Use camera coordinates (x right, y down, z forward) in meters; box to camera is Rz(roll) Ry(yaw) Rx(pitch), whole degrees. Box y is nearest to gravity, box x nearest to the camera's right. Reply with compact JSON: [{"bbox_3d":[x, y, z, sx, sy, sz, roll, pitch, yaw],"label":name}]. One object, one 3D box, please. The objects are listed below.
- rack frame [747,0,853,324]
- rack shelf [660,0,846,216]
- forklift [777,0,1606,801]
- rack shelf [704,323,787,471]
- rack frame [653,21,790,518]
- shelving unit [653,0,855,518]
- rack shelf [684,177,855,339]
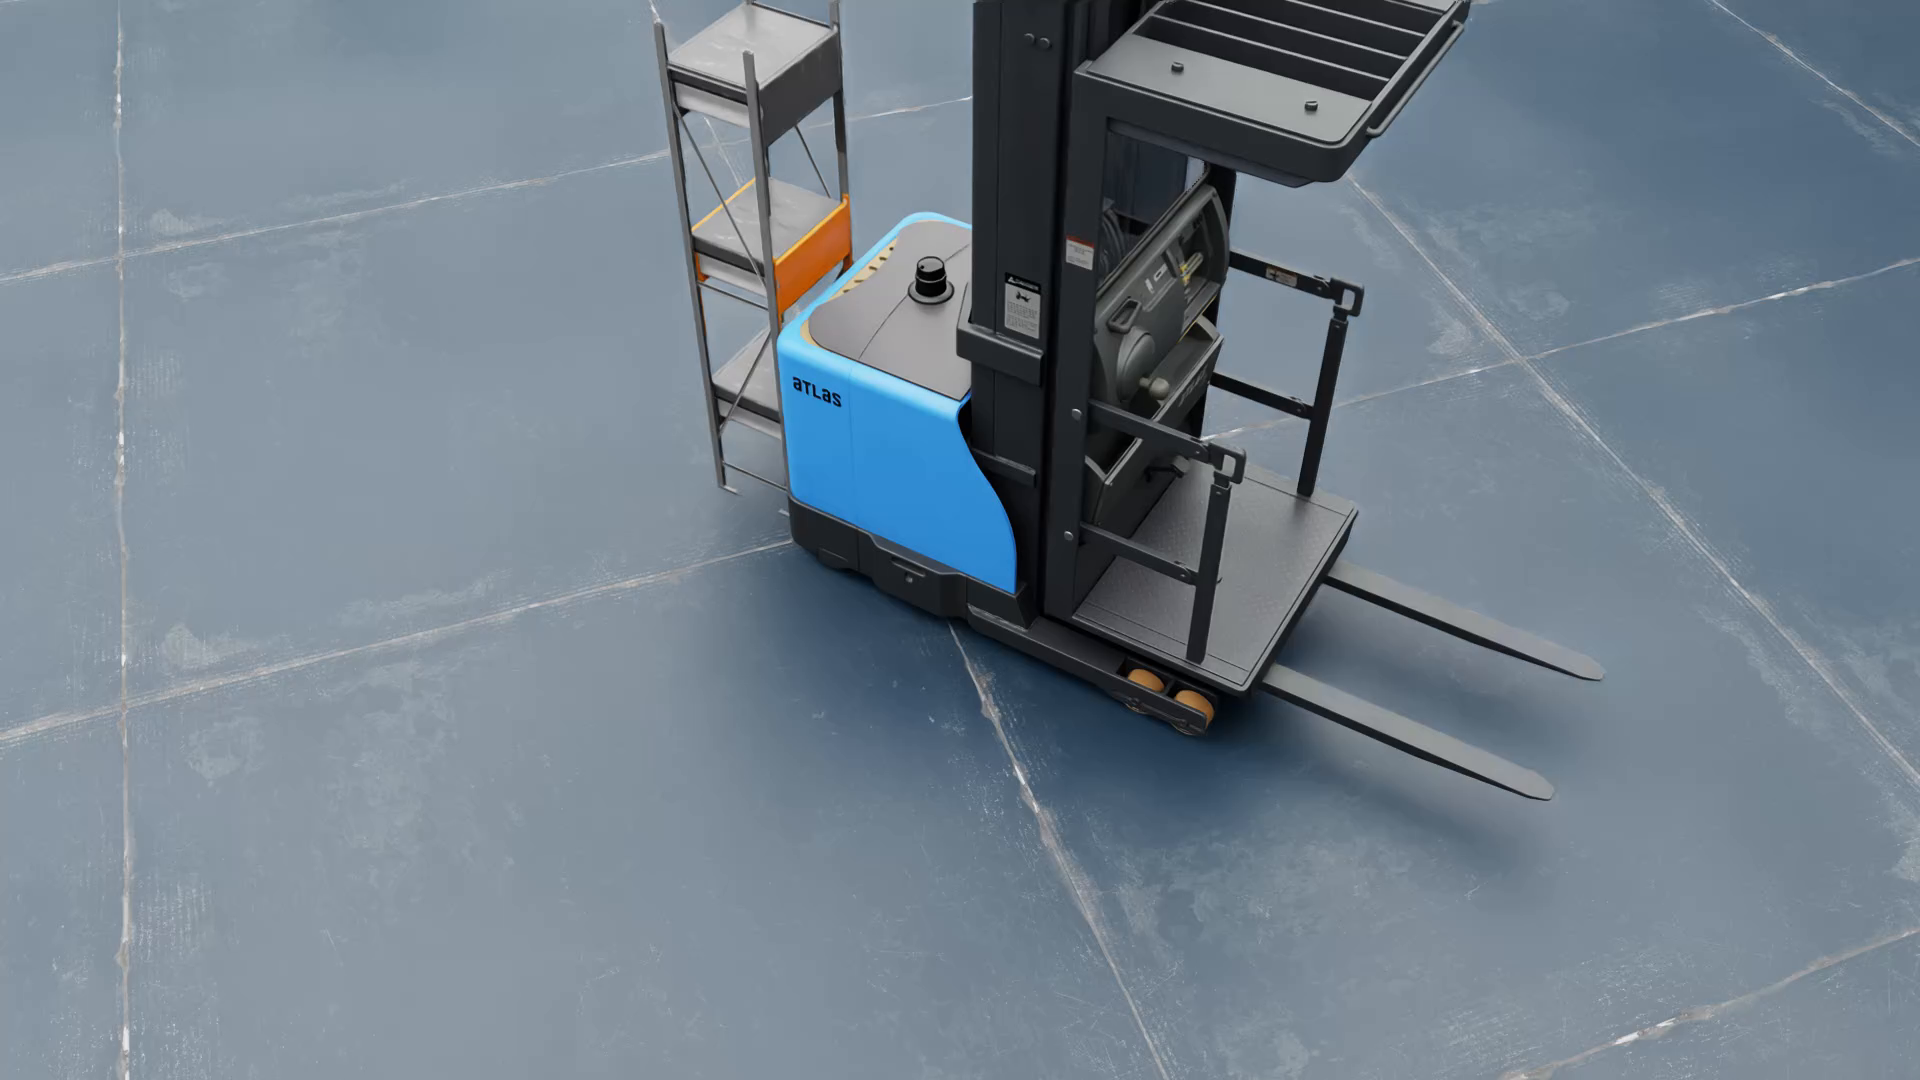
[{"bbox_3d":[-0.588,-1.193,6.456,0.400,2.100,0.015,23,49,21],"label":"rack frame"},{"bbox_3d":[-0.714,-1.529,5.822,0.431,0.518,0.480,23,49,21],"label":"rack shelf"},{"bbox_3d":[0.850,-0.760,5.438,3.031,2.935,1.130,23,49,21],"label":"forklift"},{"bbox_3d":[-0.714,-0.541,6.814,0.431,0.518,0.480,23,49,21],"label":"rack shelf"},{"bbox_3d":[-0.839,-0.896,6.161,0.400,2.100,0.015,23,49,21],"label":"rack frame"},{"bbox_3d":[-0.714,-1.044,6.309,0.431,2.100,0.503,23,49,21],"label":"shelving unit"},{"bbox_3d":[-0.714,-1.035,6.318,0.431,0.518,0.480,23,49,21],"label":"rack shelf"}]
